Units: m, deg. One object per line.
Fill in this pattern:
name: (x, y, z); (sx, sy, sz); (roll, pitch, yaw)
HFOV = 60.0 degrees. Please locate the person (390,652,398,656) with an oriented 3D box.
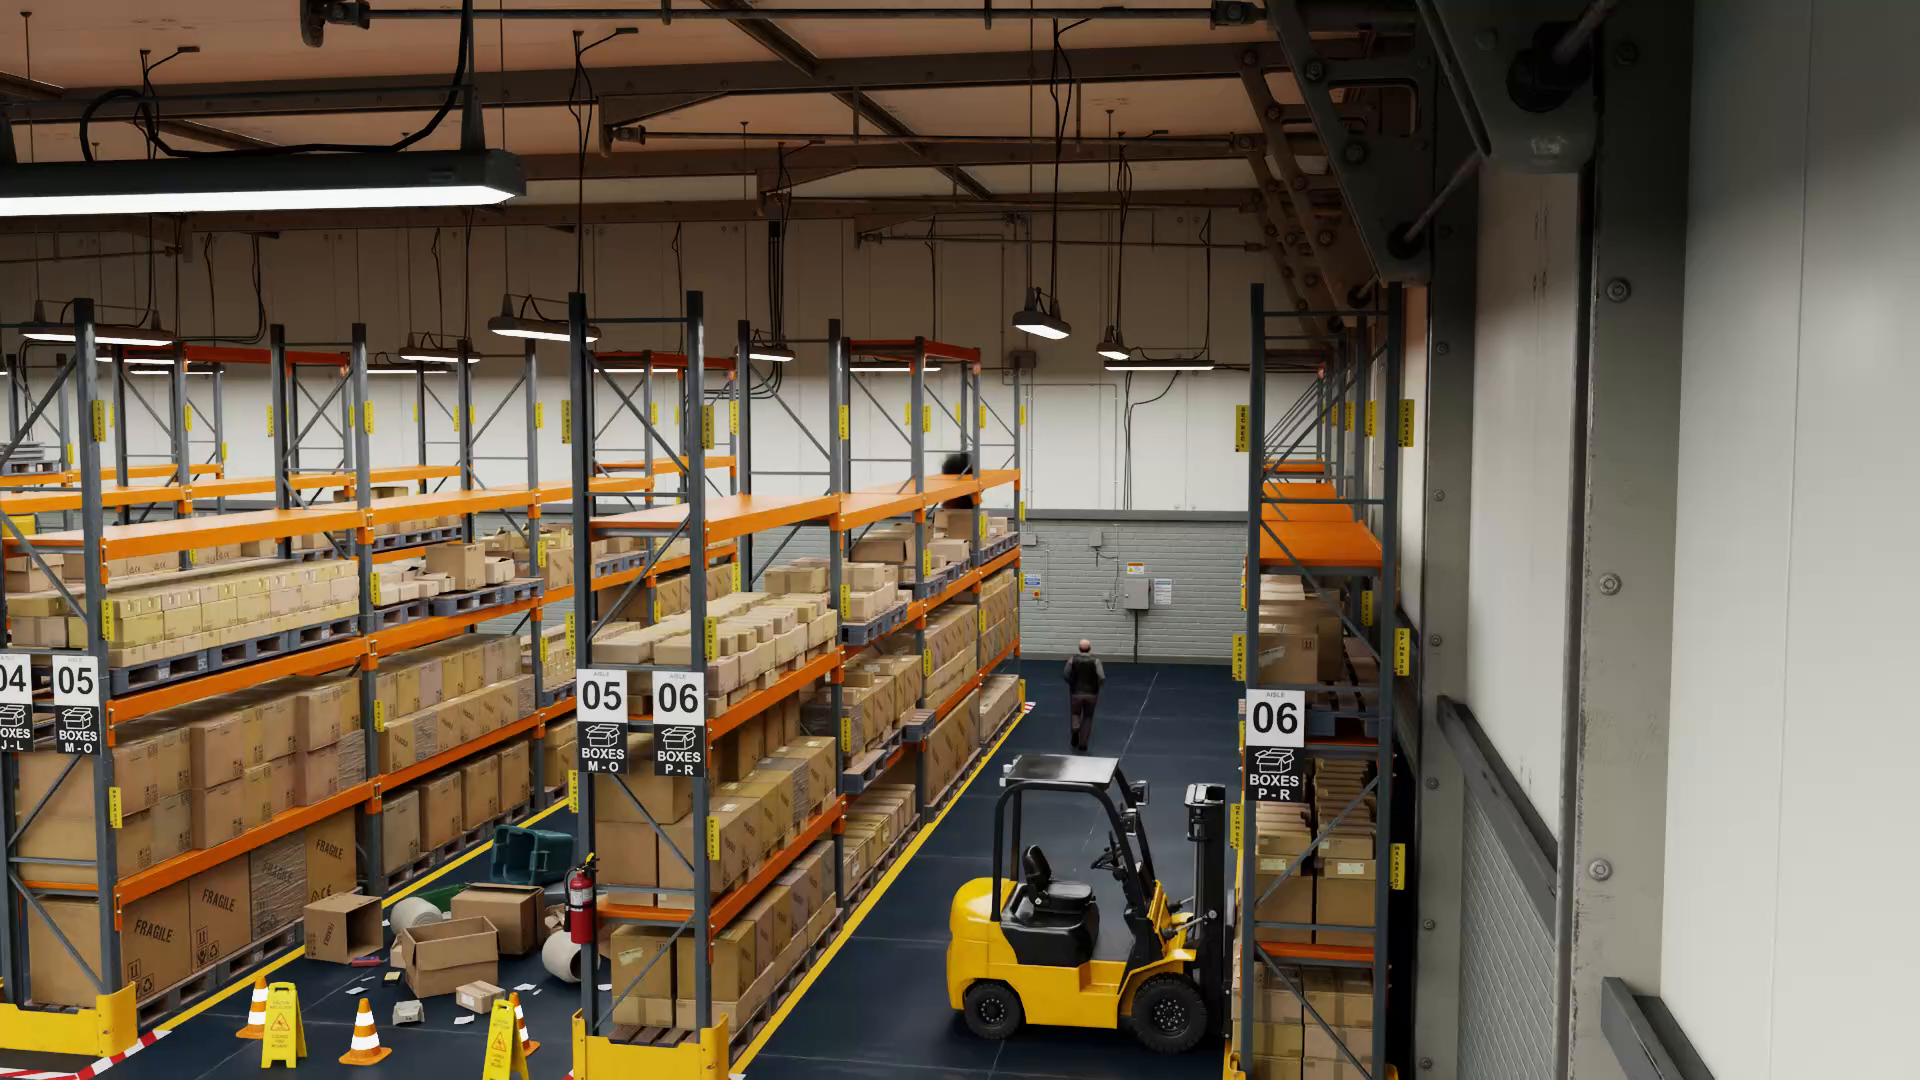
person: (-7.862, 2.434, 23.344); (0.683, 1.747, 0.659); (1, 5, 8)

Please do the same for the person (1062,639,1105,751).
person: (1.857, 2.320, 24.946); (0.644, 1.677, 0.580); (1, 5, 8)
